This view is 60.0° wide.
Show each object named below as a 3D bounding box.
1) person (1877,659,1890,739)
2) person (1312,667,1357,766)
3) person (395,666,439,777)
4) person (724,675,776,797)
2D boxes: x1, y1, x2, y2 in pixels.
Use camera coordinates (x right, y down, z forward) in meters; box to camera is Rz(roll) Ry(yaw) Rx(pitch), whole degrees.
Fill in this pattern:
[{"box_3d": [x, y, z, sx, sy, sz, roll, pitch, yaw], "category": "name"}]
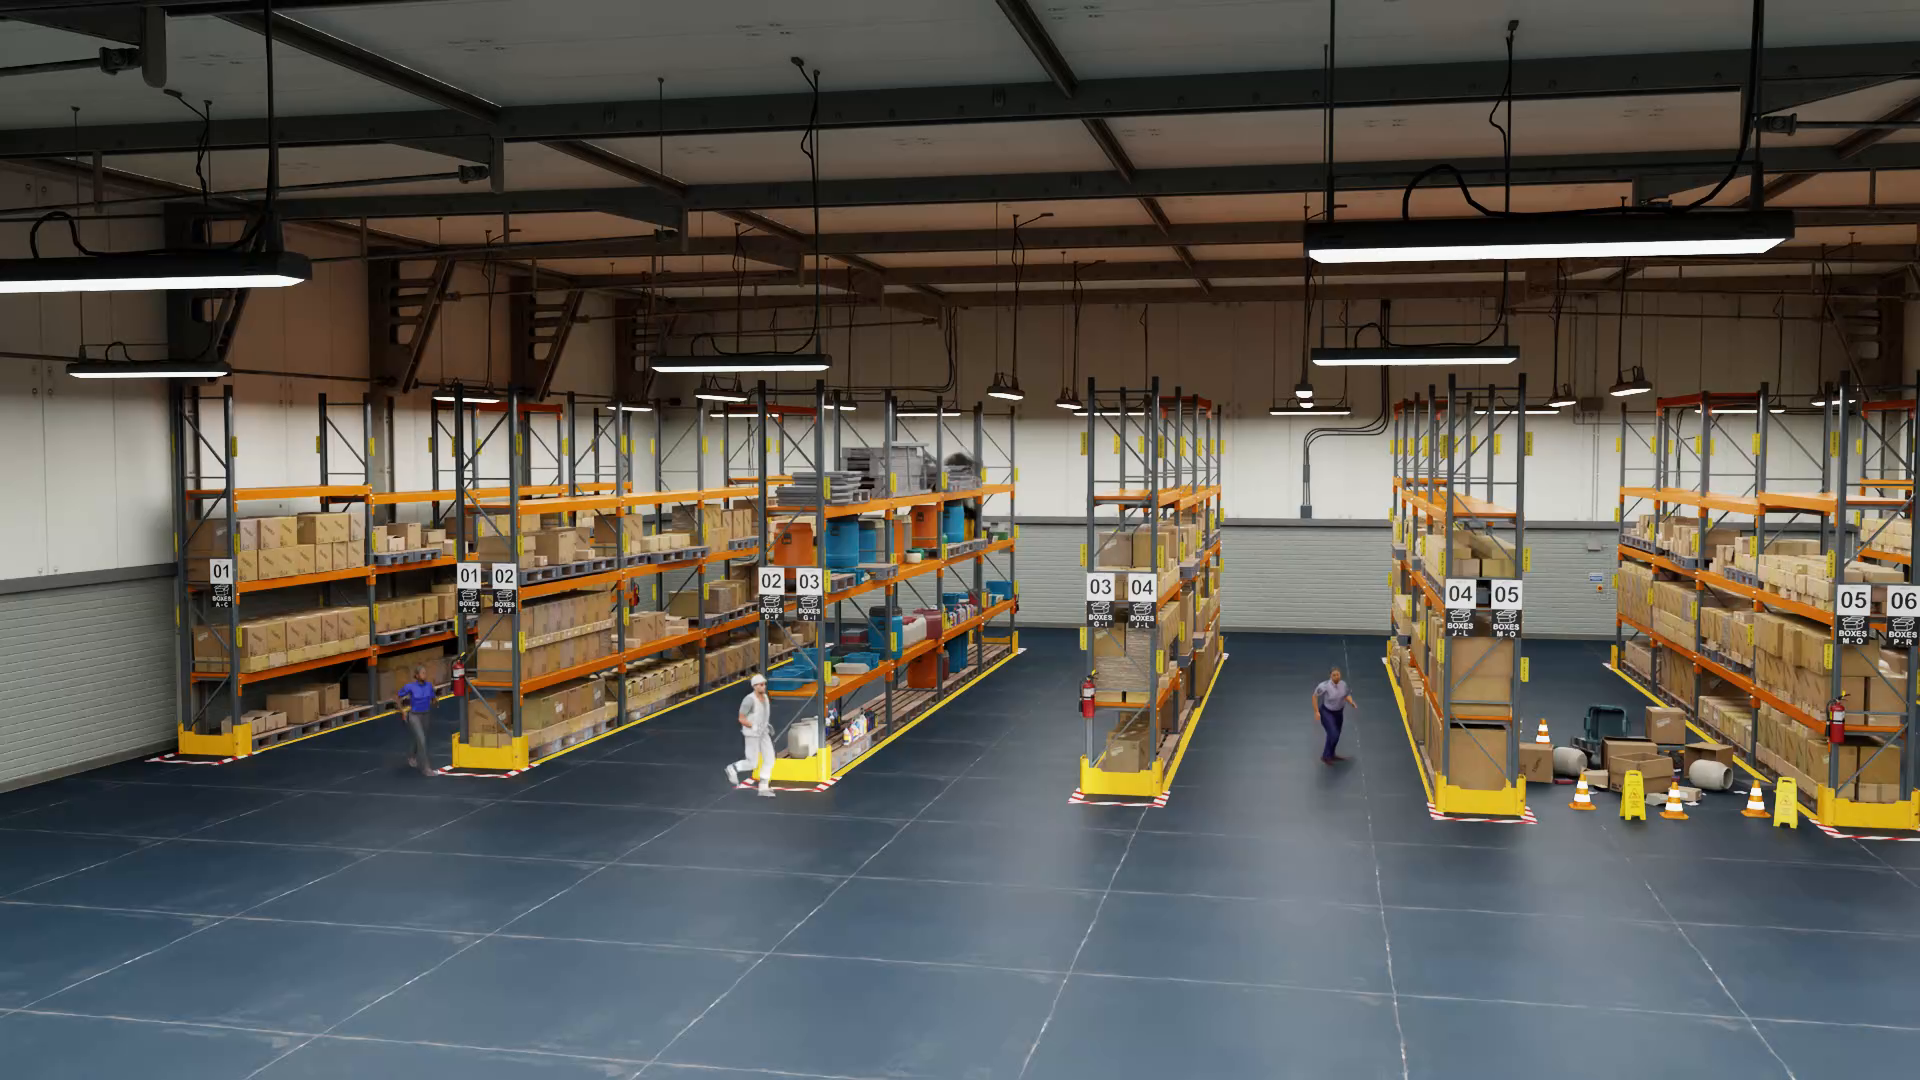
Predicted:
[{"box_3d": [15.168, 2.567, 27.756, 0.700, 1.748, 0.931, 1, 3, 10], "category": "person"}, {"box_3d": [5.924, 2.794, 26.237, 0.649, 1.610, 0.779, -2, 4, -33], "category": "person"}, {"box_3d": [-8.271, 2.738, 25.361, 0.973, 1.639, 0.595, 3, 4, 38], "category": "person"}, {"box_3d": [-2.983, 2.791, 23.861, 0.864, 1.747, 0.636, 2, 4, 34], "category": "person"}]
